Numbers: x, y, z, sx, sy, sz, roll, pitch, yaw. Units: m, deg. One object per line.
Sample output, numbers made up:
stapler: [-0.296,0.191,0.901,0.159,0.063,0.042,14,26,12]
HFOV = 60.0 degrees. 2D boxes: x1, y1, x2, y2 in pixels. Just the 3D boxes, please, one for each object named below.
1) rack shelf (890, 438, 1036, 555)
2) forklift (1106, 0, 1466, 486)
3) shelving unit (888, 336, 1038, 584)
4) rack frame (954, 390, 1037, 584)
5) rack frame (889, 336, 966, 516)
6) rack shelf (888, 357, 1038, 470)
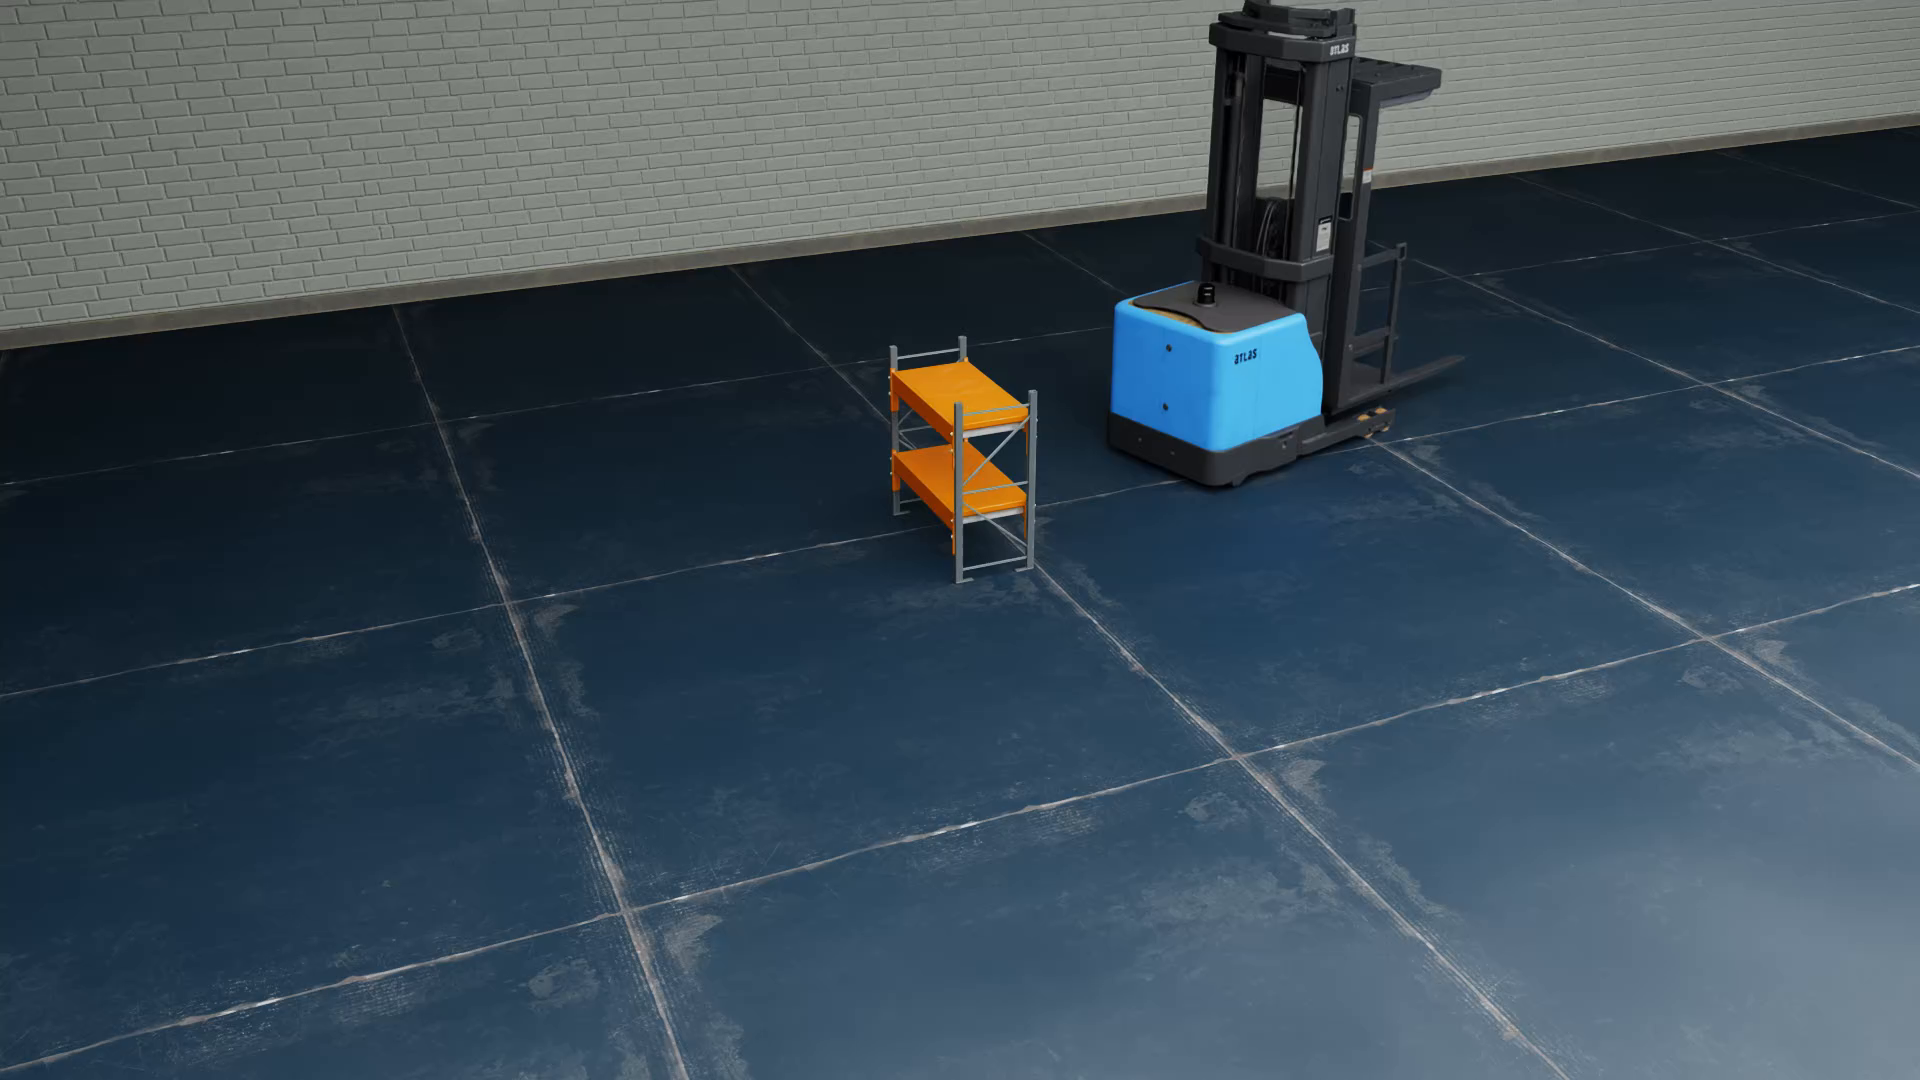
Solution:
rack shelf: [0.003,-0.283,10.105,0.538,0.278,1.000,-11,28,-21]
forklift: [2.462,-2.189,11.393,3.031,2.935,1.130,-20,33,-36]
shelving unit: [0.003,-0.503,9.998,0.538,1.125,1.048,-11,28,-21]
rack frame: [0.202,-0.298,9.577,0.500,1.125,0.032,-11,28,-21]
rack frame: [-0.196,-0.708,10.418,0.500,1.125,0.032,-11,28,-21]
rack shelf: [0.003,-0.766,9.869,0.538,0.278,1.000,-11,28,-21]
